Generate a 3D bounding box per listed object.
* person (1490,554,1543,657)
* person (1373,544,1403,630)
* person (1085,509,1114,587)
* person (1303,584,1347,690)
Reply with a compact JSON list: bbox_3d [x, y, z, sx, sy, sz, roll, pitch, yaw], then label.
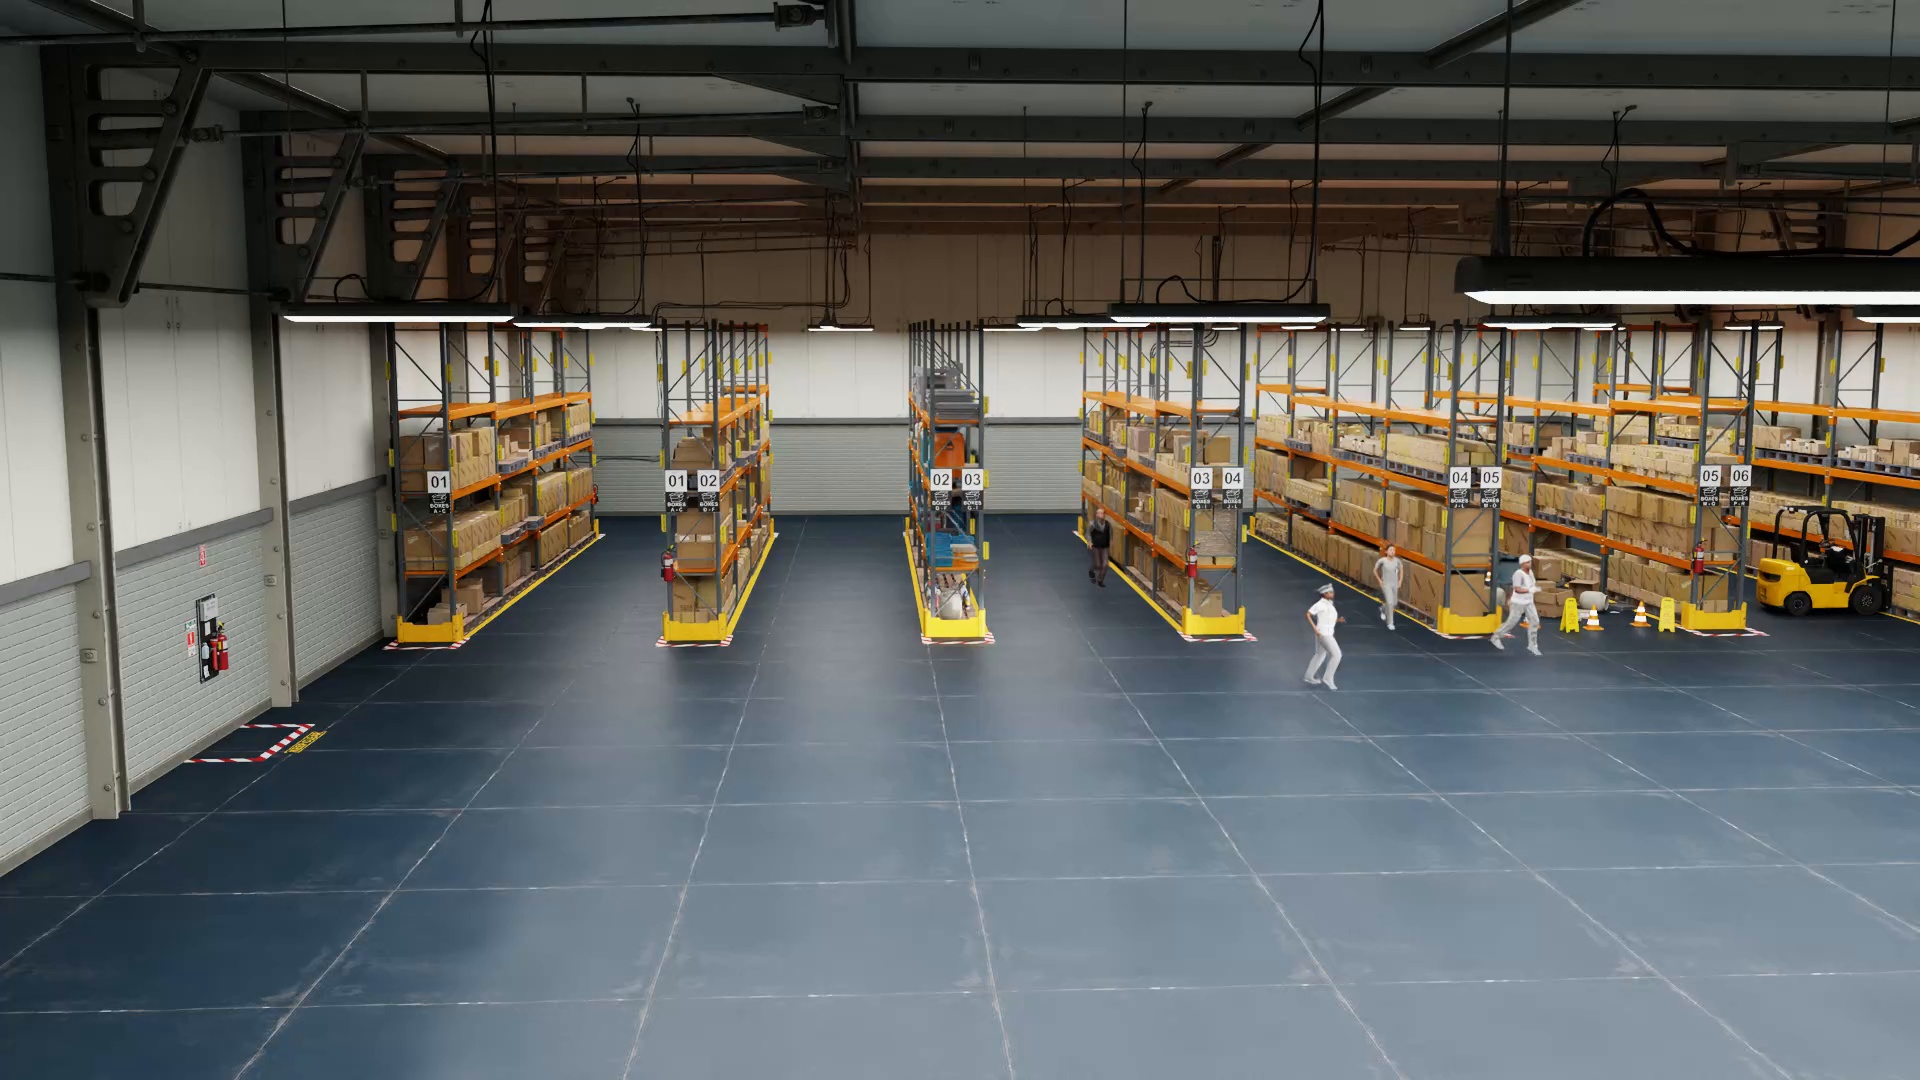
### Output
[{"bbox_3d":[10.050,1.157,29.876,0.695,1.832,0.927,-6,9,-42],"label":"person"},{"bbox_3d":[8.386,0.891,32.611,0.582,1.650,0.766,-1,7,-8],"label":"person"},{"bbox_3d":[3.019,0.157,36.063,0.647,1.685,0.637,-2,7,-12],"label":"person"},{"bbox_3d":[5.931,1.564,26.980,0.681,1.738,0.555,3,8,22],"label":"person"}]
